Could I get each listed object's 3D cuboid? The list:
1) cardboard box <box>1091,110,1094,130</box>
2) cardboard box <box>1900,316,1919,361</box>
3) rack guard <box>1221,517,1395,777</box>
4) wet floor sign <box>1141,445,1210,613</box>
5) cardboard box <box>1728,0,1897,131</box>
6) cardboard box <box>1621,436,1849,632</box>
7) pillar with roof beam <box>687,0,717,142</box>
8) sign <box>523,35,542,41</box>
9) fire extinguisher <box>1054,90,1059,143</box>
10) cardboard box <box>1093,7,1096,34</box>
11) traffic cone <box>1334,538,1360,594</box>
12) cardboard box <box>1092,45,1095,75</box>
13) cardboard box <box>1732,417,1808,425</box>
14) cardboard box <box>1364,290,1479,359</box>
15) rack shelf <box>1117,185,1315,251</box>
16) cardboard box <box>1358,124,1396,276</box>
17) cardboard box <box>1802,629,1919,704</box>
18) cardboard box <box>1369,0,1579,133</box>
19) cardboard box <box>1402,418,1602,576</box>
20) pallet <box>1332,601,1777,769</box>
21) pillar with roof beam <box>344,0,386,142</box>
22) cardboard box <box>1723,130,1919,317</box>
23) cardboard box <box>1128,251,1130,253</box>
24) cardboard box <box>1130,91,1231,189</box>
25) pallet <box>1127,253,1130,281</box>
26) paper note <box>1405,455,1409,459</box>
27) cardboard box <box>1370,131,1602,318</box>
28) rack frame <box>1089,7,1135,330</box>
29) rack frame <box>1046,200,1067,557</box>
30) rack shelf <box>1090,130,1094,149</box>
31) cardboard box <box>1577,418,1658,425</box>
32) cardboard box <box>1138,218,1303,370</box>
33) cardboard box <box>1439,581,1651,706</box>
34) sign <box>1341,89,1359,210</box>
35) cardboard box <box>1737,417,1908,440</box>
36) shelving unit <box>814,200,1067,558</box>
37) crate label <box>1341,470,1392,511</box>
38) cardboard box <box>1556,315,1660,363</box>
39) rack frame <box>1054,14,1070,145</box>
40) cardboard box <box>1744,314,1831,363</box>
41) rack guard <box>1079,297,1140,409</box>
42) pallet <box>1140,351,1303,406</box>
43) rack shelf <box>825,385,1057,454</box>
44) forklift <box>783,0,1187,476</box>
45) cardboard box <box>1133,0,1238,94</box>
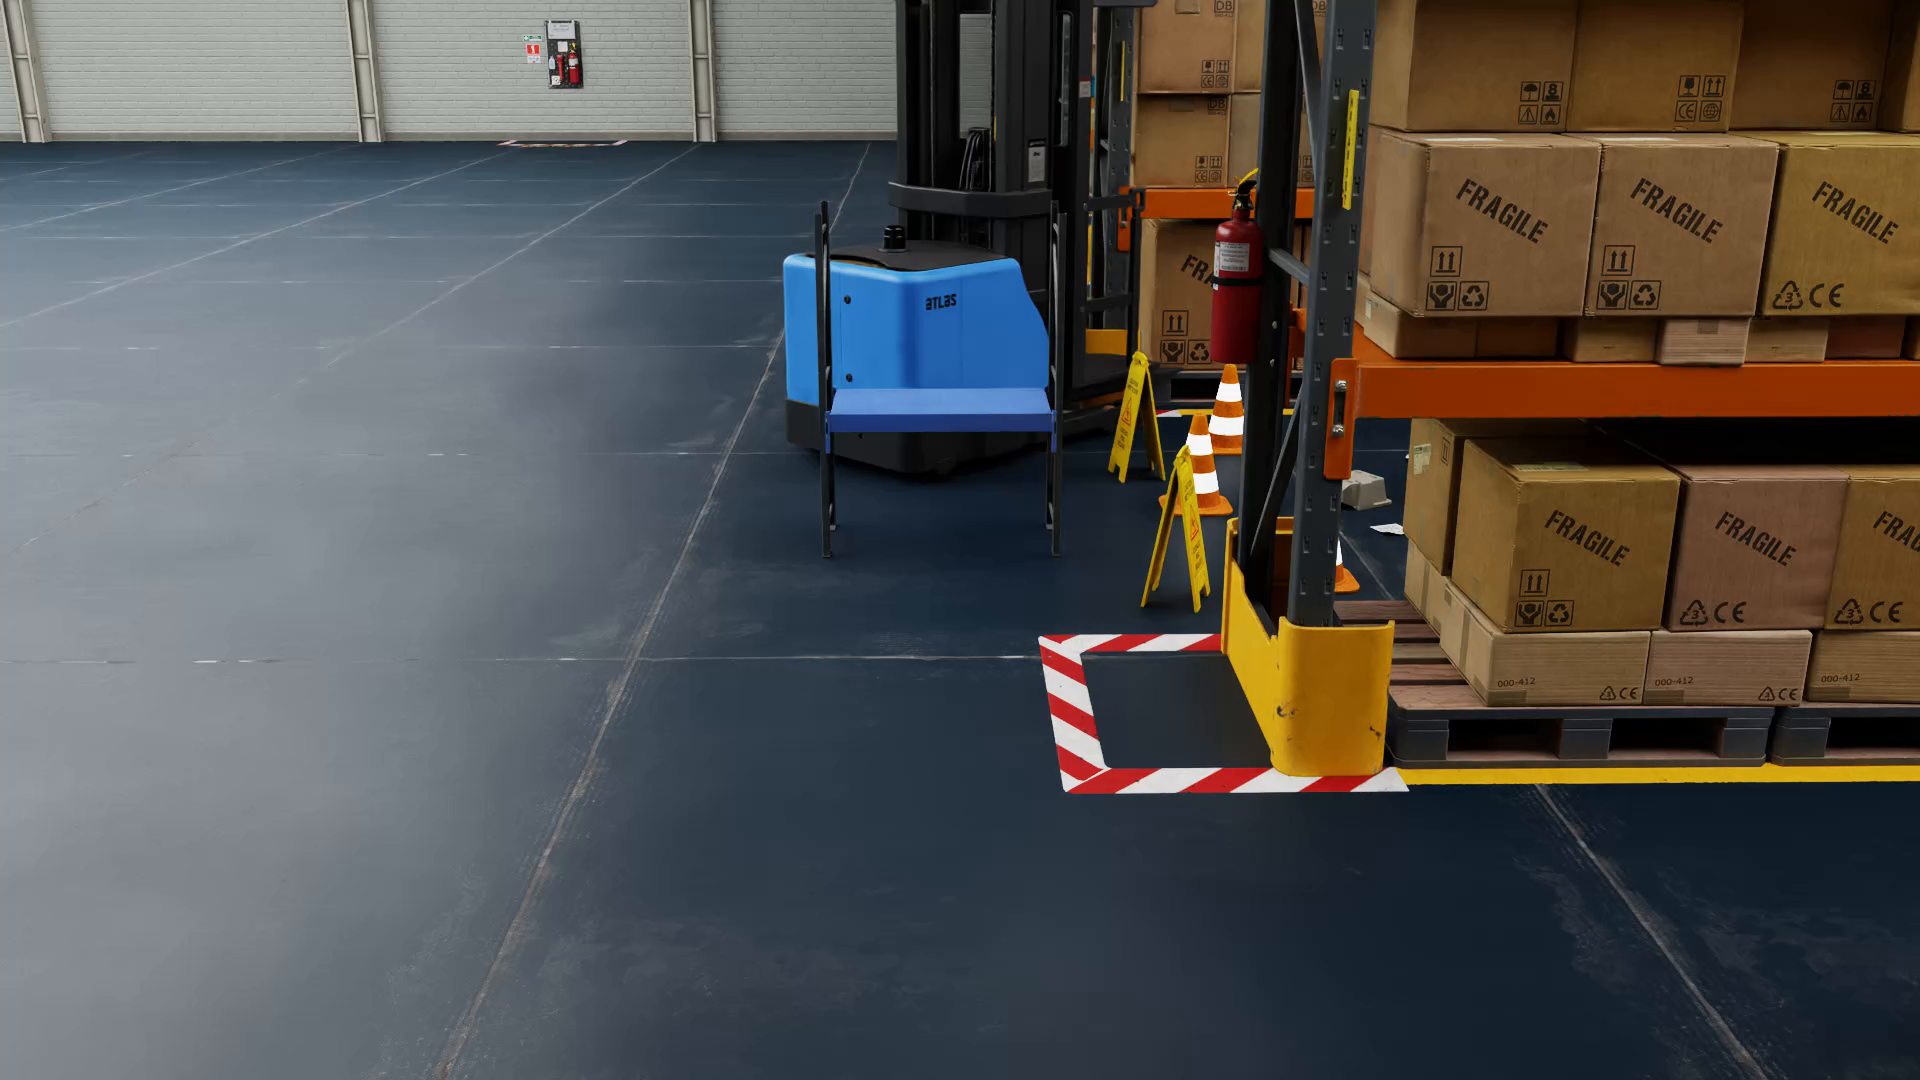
[{"bbox_3d":[1.226,-3.694,14.606,0.250,0.149,0.380,0,18,-1],"label":"cardboard box"},{"bbox_3d":[2.996,-0.670,5.179,0.250,0.149,0.380,-1,18,-2],"label":"cardboard box"},{"bbox_3d":[1.170,0.332,5.738,0.348,0.500,1.175,0,18,-1],"label":"rack guard"},{"bbox_3d":[0.887,-0.063,6.731,0.232,0.644,0.267,6,19,18],"label":"wet floor sign"},{"bbox_3d":[2.616,-1.627,5.463,0.500,0.500,0.700,0,18,-1],"label":"cardboard box"},{"bbox_3d":[2.451,-0.030,5.358,0.500,0.500,0.500,-1,18,-3],"label":"cardboard box"},{"bbox_3d":[-4.542,-10.204,24.667,0.400,9.000,9.100,0,18,-1],"label":"pillar with roof beam"},{"bbox_3d":[-7.631,-8.957,29.677,0.331,0.109,0.001,0,18,-1],"label":"sign"},{"bbox_3d":[0.816,-3.988,15.239,0.183,0.674,0.296,0,18,-1],"label":"fire extinguisher"},{"bbox_3d":[1.831,-7.579,24.017,0.500,0.500,0.700,-1,18,-2],"label":"cardboard box"},{"bbox_3d":[1.504,-0.046,6.977,0.334,0.463,0.336,0,18,-1],"label":"traffic cone"},{"bbox_3d":[1.777,-6.960,24.214,0.500,0.500,0.700,0,18,1],"label":"cardboard box"},{"bbox_3d":[2.772,-0.522,5.830,0.250,0.149,0.380,0,18,2],"label":"cardboard box"},{"bbox_3d":[1.437,-0.677,5.202,0.250,0.149,0.380,0,18,-1],"label":"cardboard box"},{"bbox_3d":[2.915,-2.037,10.207,4.000,0.370,1.077,0,18,-1],"label":"rack shelf"},{"bbox_3d":[1.632,-1.134,5.565,0.500,0.500,0.500,-1,18,-2],"label":"cardboard box"},{"bbox_3d":[2.961,0.325,5.481,0.500,0.250,0.500,1,18,3],"label":"cardboard box"},{"bbox_3d":[1.601,-1.593,5.357,0.500,0.500,0.700,-1,18,-2],"label":"cardboard box"},{"bbox_3d":[1.891,-0.189,5.857,0.500,0.500,0.500,0,18,-1],"label":"cardboard box"},{"bbox_3d":[1.983,0.476,5.761,1.213,0.211,1.003,0,18,-1],"label":"pallet"},{"bbox_3d":[-10.541,-10.175,24.577,0.400,9.000,9.100,0,18,-1],"label":"pillar with roof beam"},{"bbox_3d":[2.599,-0.971,5.057,0.500,0.500,0.500,-1,18,-2],"label":"cardboard box"},{"bbox_3d":[1.562,-2.893,15.102,0.500,0.500,0.500,3,18,9],"label":"cardboard box"},{"bbox_3d":[1.285,-2.457,10.092,0.550,0.550,0.875,0,18,-1],"label":"cardboard box"},{"bbox_3d":[1.826,-2.551,15.196,1.213,0.211,1.003,0,18,-1],"label":"pallet"},{"bbox_3d":[2.468,-0.444,8.927,0.142,0.017,0.144,6,19,18],"label":"paper note"},{"bbox_3d":[1.572,-0.965,5.038,0.500,0.500,0.500,-1,18,-2],"label":"cardboard box"},{"bbox_3d":[0.915,-2.370,10.067,0.127,3.000,1.000,0,18,-1],"label":"rack frame"},{"bbox_3d":[0.423,-0.716,7.368,0.032,1.500,0.500,0,18,-1],"label":"rack frame"},{"bbox_3d":[2.937,-3.552,14.930,4.000,0.370,1.077,0,18,-1],"label":"rack shelf"},{"bbox_3d":[2.257,-0.521,5.827,0.250,0.149,0.380,0,18,1],"label":"cardboard box"},{"bbox_3d":[1.592,-1.581,10.400,0.875,0.875,0.875,0,18,-1],"label":"cardboard box"},{"bbox_3d":[1.905,0.332,5.460,0.500,0.250,0.500,0,18,-1],"label":"cardboard box"},{"bbox_3d":[1.103,-1.105,4.706,0.005,0.325,0.100,0,18,-1],"label":"sign"},{"bbox_3d":[2.917,-0.193,5.869,0.500,0.500,0.500,-1,18,-2],"label":"cardboard box"},{"bbox_3d":[-0.085,-0.714,7.360,1.048,1.500,0.538,0,18,-1],"label":"shelving unit"},{"bbox_3d":[1.931,-0.251,8.150,0.298,0.136,0.250,-10,20,-29],"label":"crate label"},{"bbox_3d":[1.956,-0.659,5.146,0.250,0.149,0.380,-1,18,-3],"label":"cardboard box"},{"bbox_3d":[0.938,-3.885,14.790,0.127,3.000,1.000,0,18,-1],"label":"rack frame"},{"bbox_3d":[2.468,-0.658,5.142,0.250,0.149,0.380,0,18,1],"label":"cardboard box"},{"bbox_3d":[0.891,-1.179,10.448,0.348,0.500,1.175,0,18,-1],"label":"rack guard"},{"bbox_3d":[1.713,-1.069,10.579,1.213,0.211,1.003,0,18,-1],"label":"pallet"},{"bbox_3d":[-0.085,-0.542,7.415,1.000,0.185,0.538,0,18,-1],"label":"rack shelf"},{"bbox_3d":[0.444,-2.094,9.321,1.130,2.935,3.031,17,24,42],"label":"forklift"},{"bbox_3d":[1.286,-2.945,9.847,0.550,0.550,0.875,0,18,-1],"label":"cardboard box"}]
